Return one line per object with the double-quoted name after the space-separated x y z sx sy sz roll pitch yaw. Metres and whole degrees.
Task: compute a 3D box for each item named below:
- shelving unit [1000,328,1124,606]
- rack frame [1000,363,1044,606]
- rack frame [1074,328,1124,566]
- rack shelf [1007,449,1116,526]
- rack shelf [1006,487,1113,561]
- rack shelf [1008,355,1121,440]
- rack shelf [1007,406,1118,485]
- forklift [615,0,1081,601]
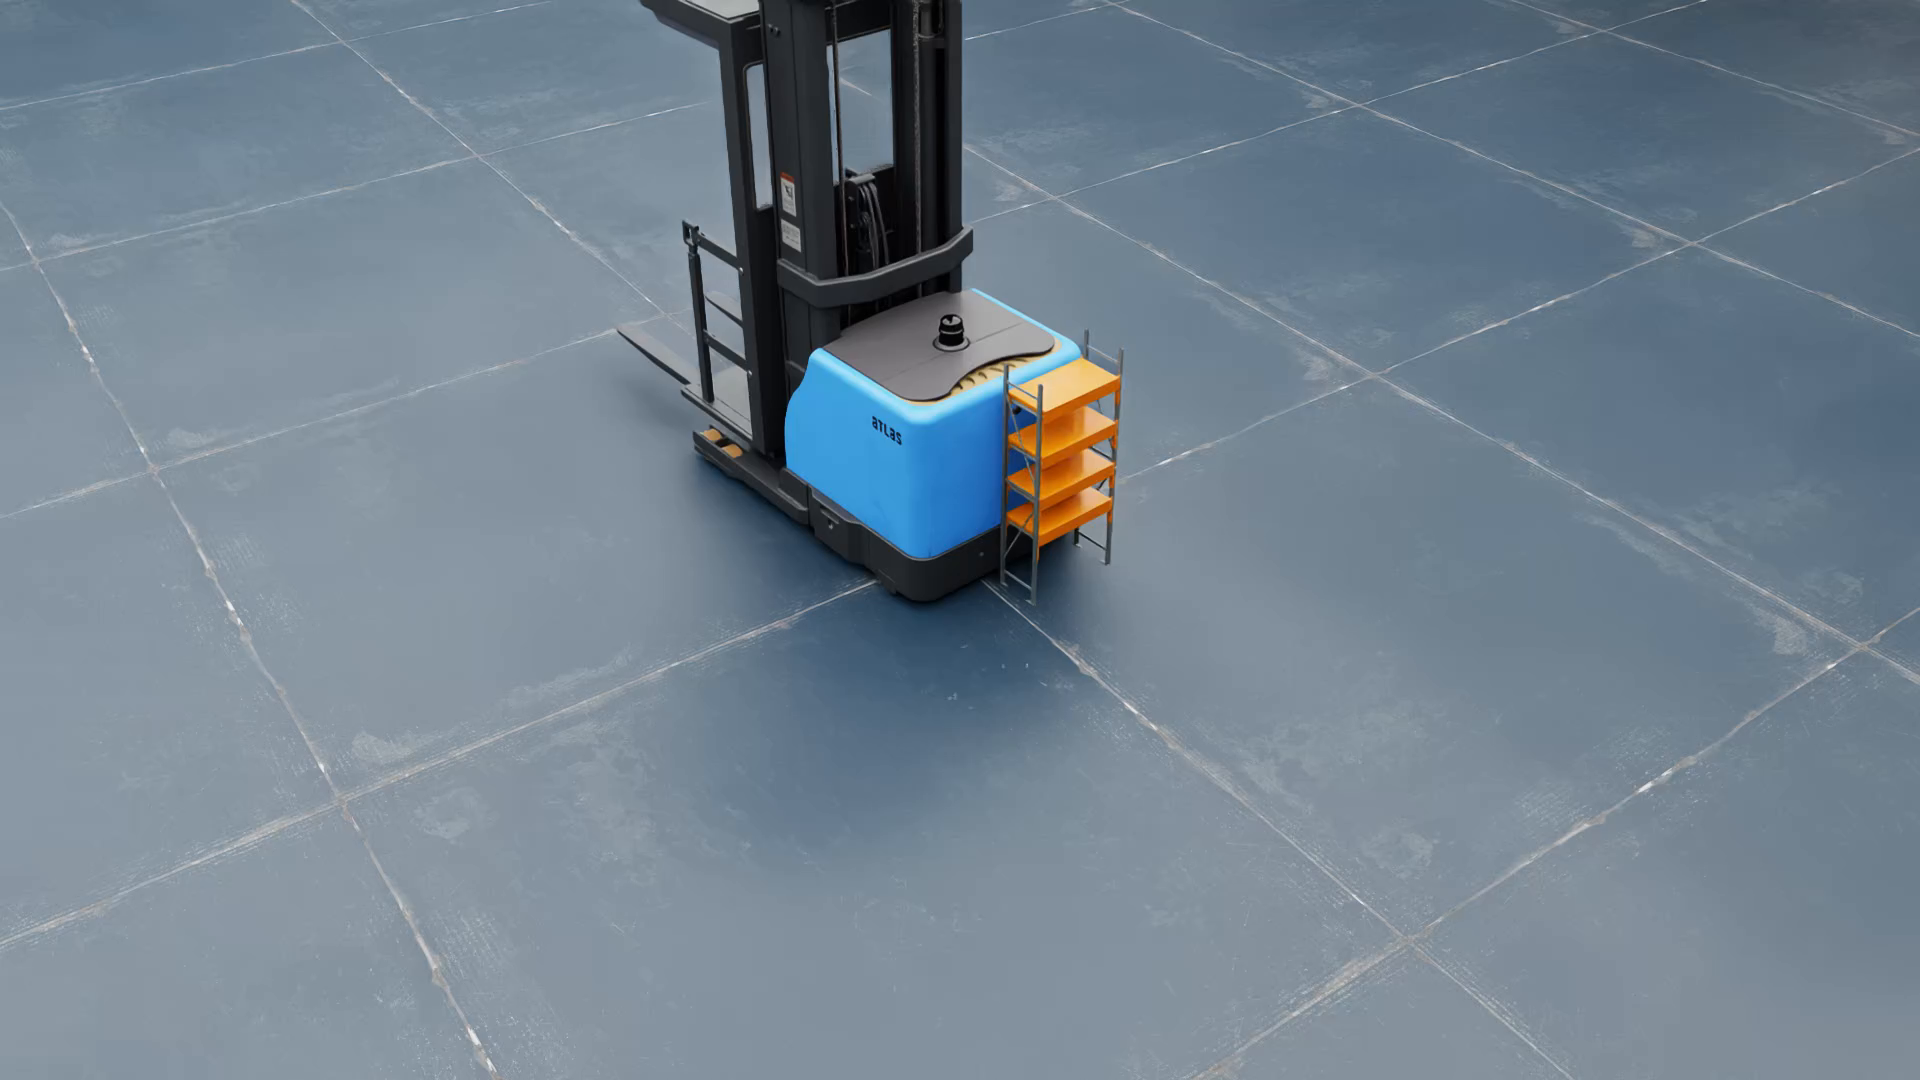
0.460 -0.323 7.671 0.503 1.200 0.258 -27 43 -32 "shelving unit"
0.275 -0.230 7.542 0.015 1.200 0.240 -27 43 -32 "rack frame"
0.645 -0.415 7.800 0.015 1.200 0.240 -27 43 -32 "rack frame"
0.460 -0.268 7.710 0.480 0.148 0.258 -27 43 -32 "rack shelf"
0.460 -0.107 7.826 0.480 0.148 0.258 -27 43 -32 "rack shelf"
0.460 -0.642 7.442 0.480 0.148 0.258 -27 43 -32 "rack shelf"
0.460 -0.450 7.580 0.480 0.148 0.258 -27 43 -32 "rack shelf"
-0.758 -1.693 8.094 1.130 2.935 3.031 -26 43 -32 "forklift"
